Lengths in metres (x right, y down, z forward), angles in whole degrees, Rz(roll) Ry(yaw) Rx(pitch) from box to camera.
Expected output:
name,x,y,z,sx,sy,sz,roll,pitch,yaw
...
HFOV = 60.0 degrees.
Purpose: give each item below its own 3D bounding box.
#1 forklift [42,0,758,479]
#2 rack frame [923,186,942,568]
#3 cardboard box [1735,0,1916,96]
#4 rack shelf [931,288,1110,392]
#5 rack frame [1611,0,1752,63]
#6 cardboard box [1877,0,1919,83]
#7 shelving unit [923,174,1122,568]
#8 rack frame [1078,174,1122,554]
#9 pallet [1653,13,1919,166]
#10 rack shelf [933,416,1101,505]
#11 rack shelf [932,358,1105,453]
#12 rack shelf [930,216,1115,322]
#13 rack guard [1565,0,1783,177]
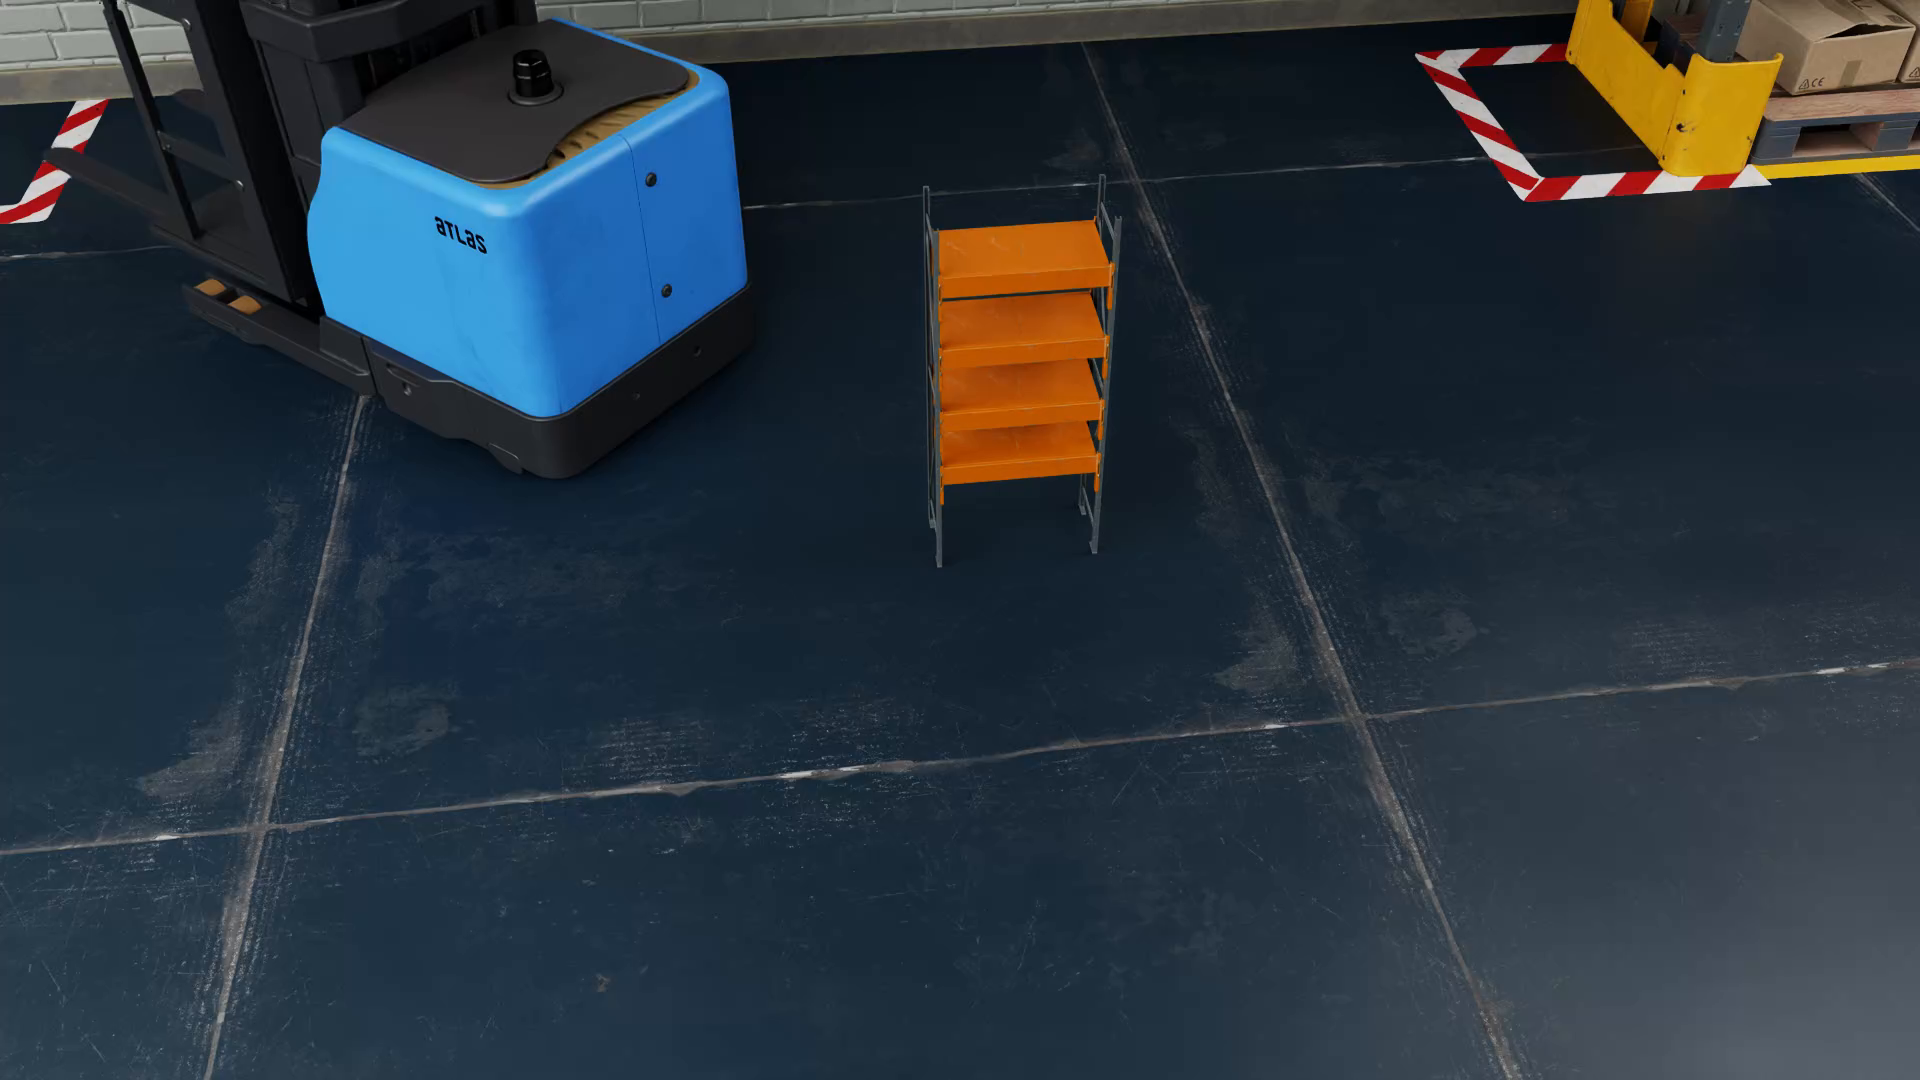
name,x,y,z,sx,sy,sz,roll,pitch,yaw
forklift,-2.225,-2.070,5.356,3.031,2.935,1.130,25,48,25
rack frame,-0.078,-0.439,4.841,0.015,1.200,0.240,-5,42,-6
cardboard box,3.678,-2.182,7.109,0.500,0.311,0.500,-9,43,-10
rack shelf,0.164,-0.576,4.759,0.480,0.148,0.258,-5,42,-6
rack frame,2.981,-3.017,6.355,0.127,3.000,1.000,-5,42,-6
cardboard box,4.244,-2.231,7.163,0.500,0.311,0.500,-2,42,-2
shelving unit,0.164,-0.460,4.864,0.503,1.200,0.258,-5,42,-6
rack frame,0.406,-0.481,4.888,0.015,1.200,0.240,-5,42,-6
pallet,3.866,-2.035,7.348,1.213,0.211,1.003,-5,42,-6
rack shelf,0.164,-0.262,5.042,0.480,0.148,0.258,-5,42,-6
rack shelf,0.164,-0.410,4.909,0.480,0.148,0.258,-5,42,-6
rack shelf,0.164,-0.752,4.601,0.480,0.148,0.258,-5,42,-6
rack guard,3.056,-2.095,7.200,0.348,0.500,1.175,-5,42,-6
